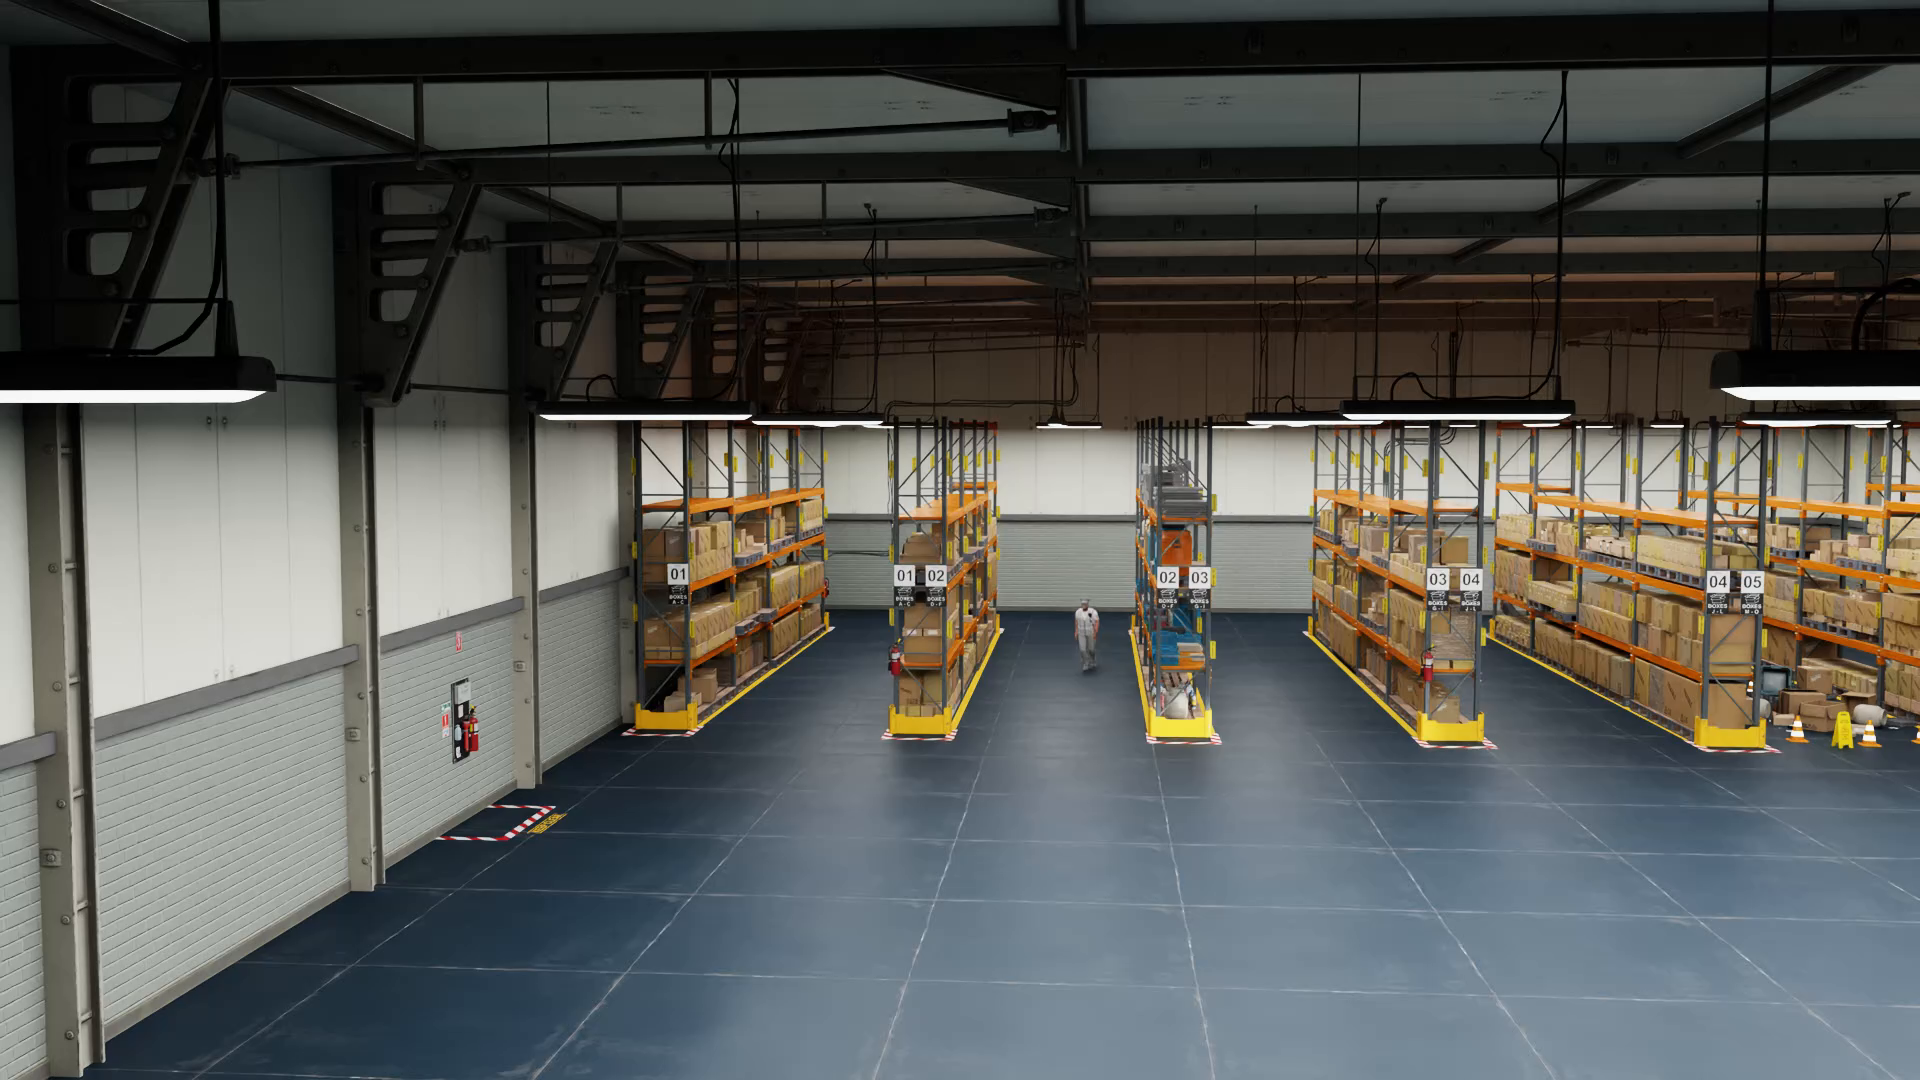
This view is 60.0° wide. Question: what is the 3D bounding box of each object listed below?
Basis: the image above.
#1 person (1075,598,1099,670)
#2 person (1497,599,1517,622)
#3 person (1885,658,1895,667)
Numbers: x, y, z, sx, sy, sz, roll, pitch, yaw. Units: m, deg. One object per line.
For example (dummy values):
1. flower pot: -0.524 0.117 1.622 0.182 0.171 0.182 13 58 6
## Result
1. person: 3.078 2.245 40.091 0.598 1.740 0.622 1 4 16
2. person: 15.765 1.794 48.014 0.892 1.574 0.431 2 4 27
3. person: 21.574 2.417 38.585 0.532 1.583 0.701 0 4 -7
